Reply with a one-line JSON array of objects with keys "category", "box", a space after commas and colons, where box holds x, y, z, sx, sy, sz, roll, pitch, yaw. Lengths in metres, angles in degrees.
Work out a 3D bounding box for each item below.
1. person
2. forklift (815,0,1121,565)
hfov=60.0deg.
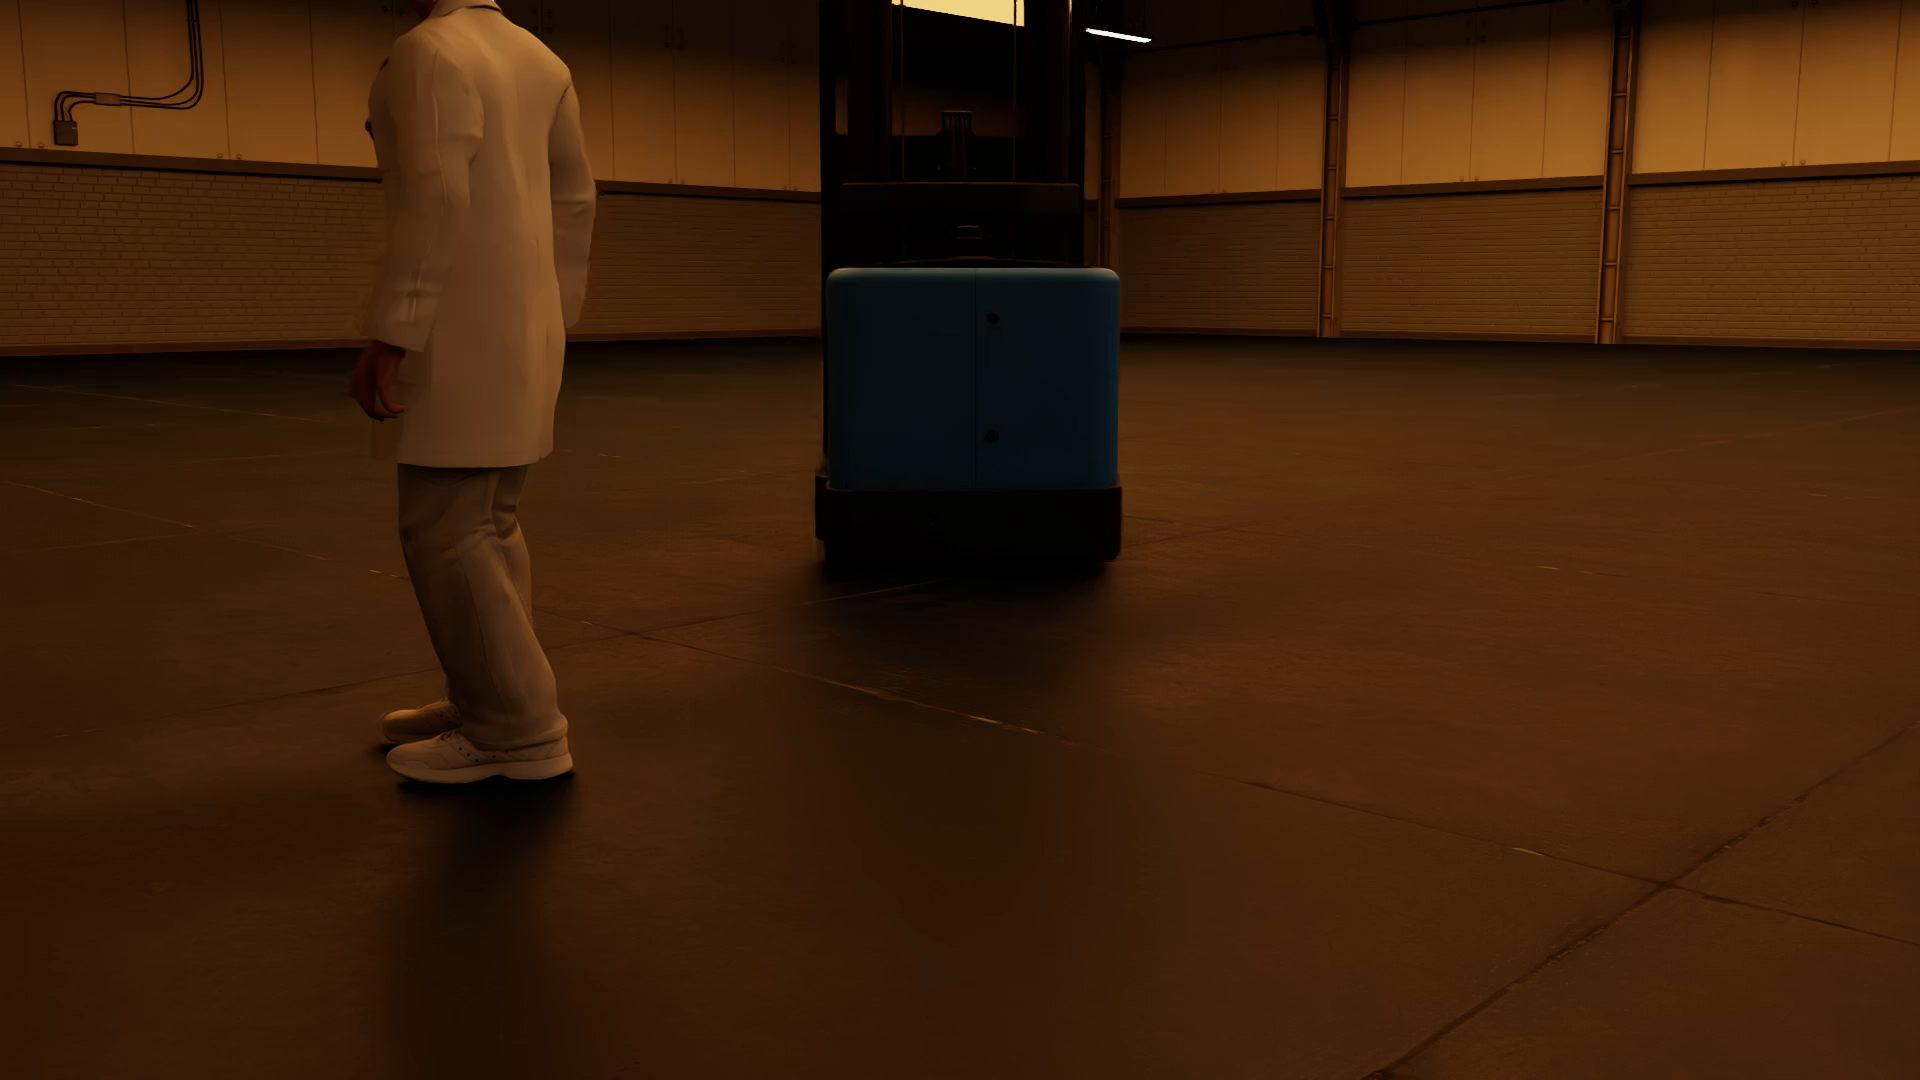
[{"category": "person", "box": [-1.055, -0.398, 3.405, 0.513, 1.773, 0.755, 1, 9, 8]}, {"category": "forklift", "box": [-0.049, -1.540, 7.102, 1.130, 2.935, 3.031, -1, 9, -4]}]
